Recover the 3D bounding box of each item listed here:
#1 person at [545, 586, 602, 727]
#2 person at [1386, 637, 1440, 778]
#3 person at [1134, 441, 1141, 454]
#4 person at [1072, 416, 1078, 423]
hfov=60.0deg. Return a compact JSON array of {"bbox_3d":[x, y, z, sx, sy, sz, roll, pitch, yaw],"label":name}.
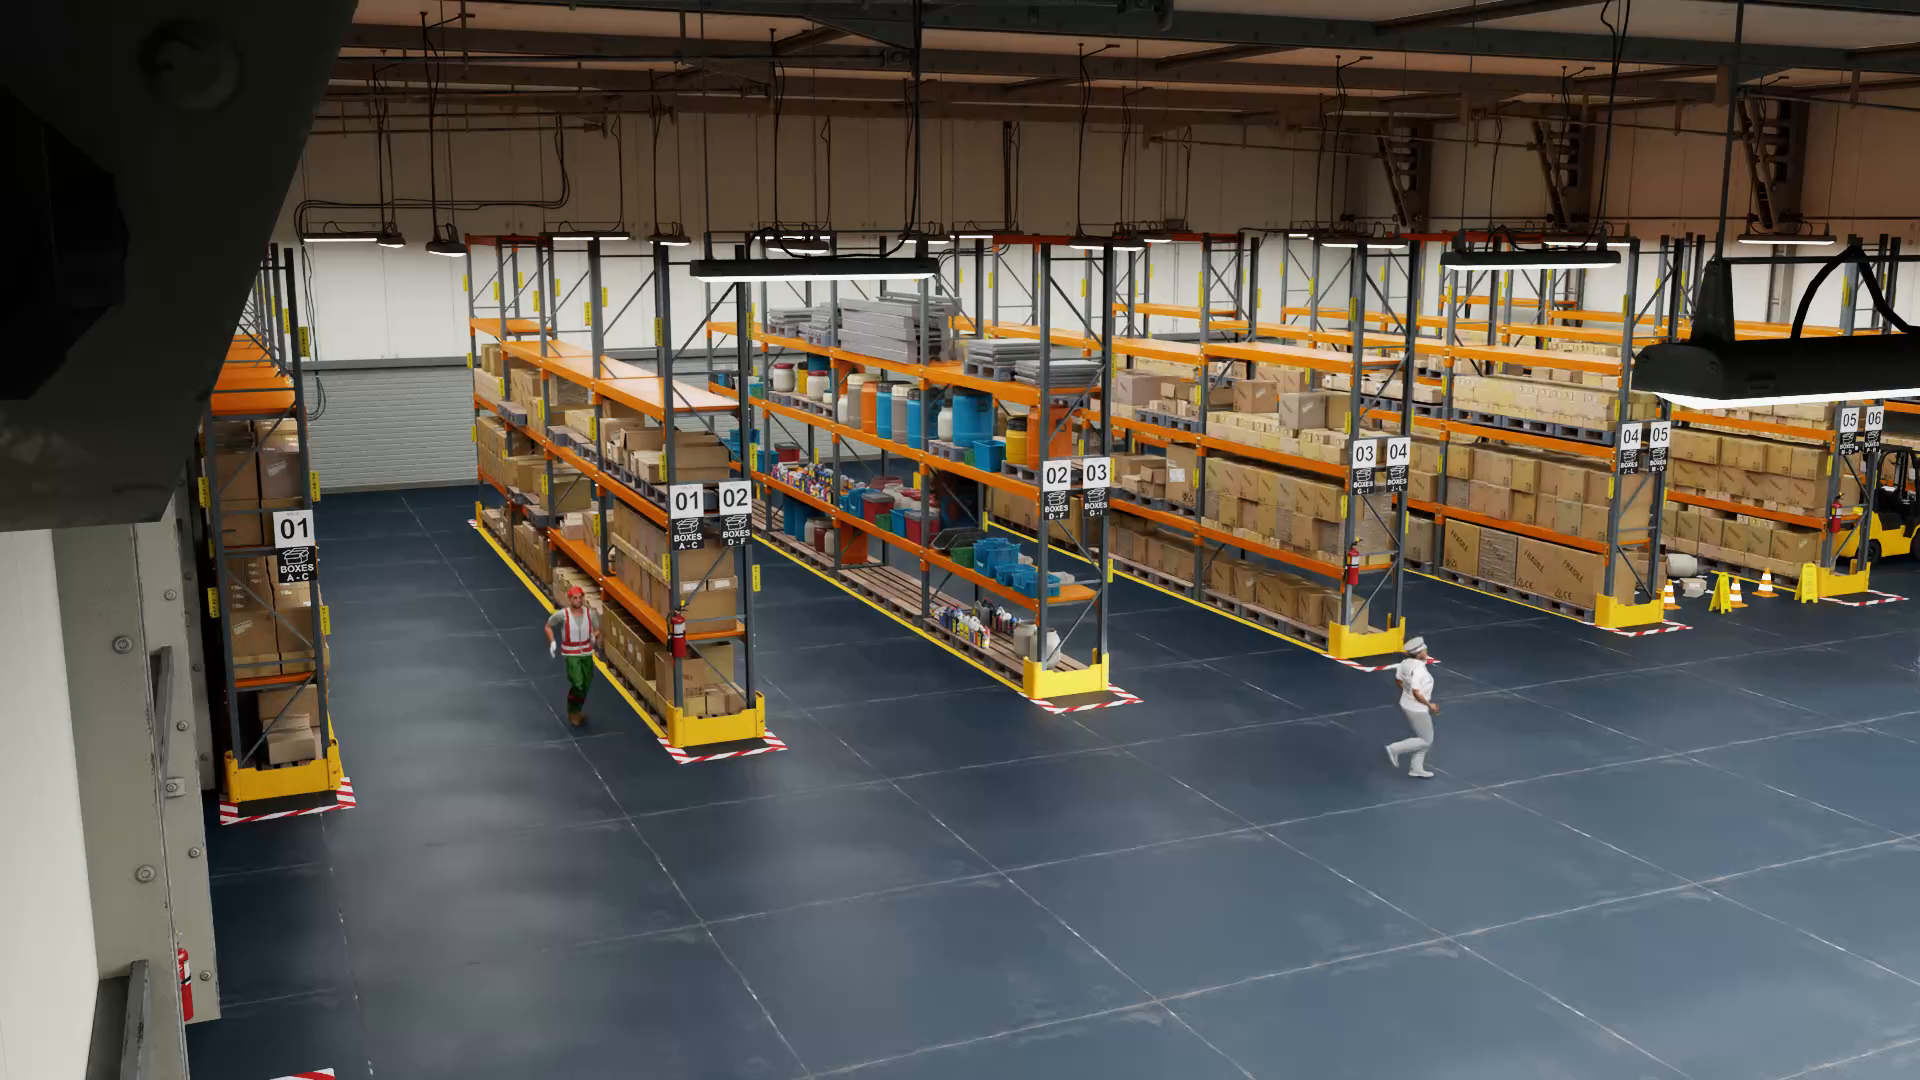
[{"bbox_3d":[-4.795,1.465,20.886,0.644,1.785,0.703,-7,13,-34],"label":"person"},{"bbox_3d":[5.142,1.912,18.959,0.611,1.665,0.575,-1,11,-7],"label":"person"},{"bbox_3d":[4.493,-2.510,41.737,0.780,1.633,0.581,-5,12,-25],"label":"person"},{"bbox_3d":[2.673,-2.358,41.079,0.778,1.593,0.746,7,13,33],"label":"person"}]
